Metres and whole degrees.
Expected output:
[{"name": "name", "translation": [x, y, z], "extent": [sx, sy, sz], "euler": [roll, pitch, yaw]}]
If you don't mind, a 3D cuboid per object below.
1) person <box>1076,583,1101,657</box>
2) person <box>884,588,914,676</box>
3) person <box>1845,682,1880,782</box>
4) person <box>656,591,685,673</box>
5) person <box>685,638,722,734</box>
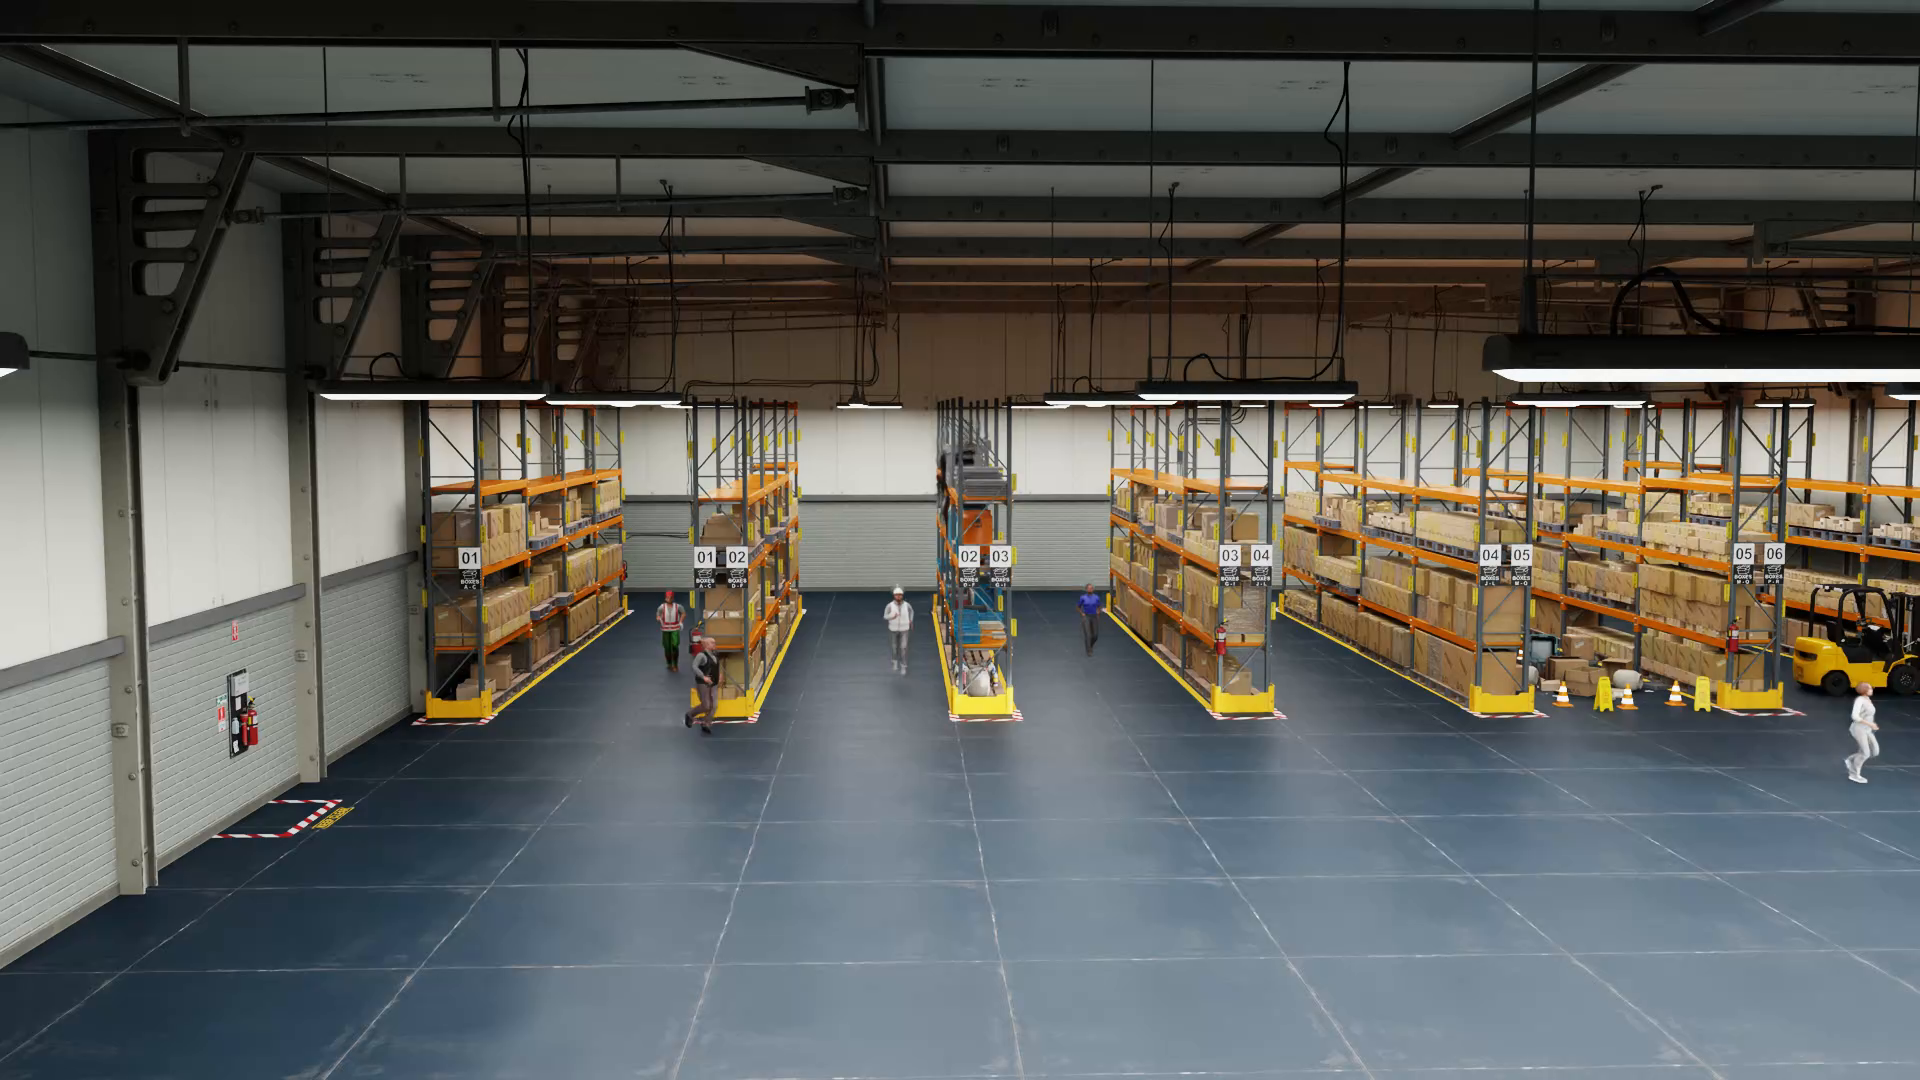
[{"name": "person", "translation": [2.870, 1.773, 36.934], "extent": [0.574, 1.615, 0.534], "euler": [-1, 4, -9]}, {"name": "person", "translation": [-1.282, 1.902, 34.907], "extent": [0.643, 1.793, 0.884], "euler": [0, 4, -3]}, {"name": "person", "translation": [13.923, 2.963, 25.652], "extent": [0.543, 1.567, 0.530], "euler": [-4, 6, -43]}, {"name": "person", "translation": [-6.362, 2.015, 36.530], "extent": [0.608, 1.801, 0.739], "euler": [0, 4, -5]}, {"name": "person", "translation": [-4.569, 2.588, 29.844], "extent": [0.666, 1.683, 0.694], "euler": [3, 5, 30]}]
